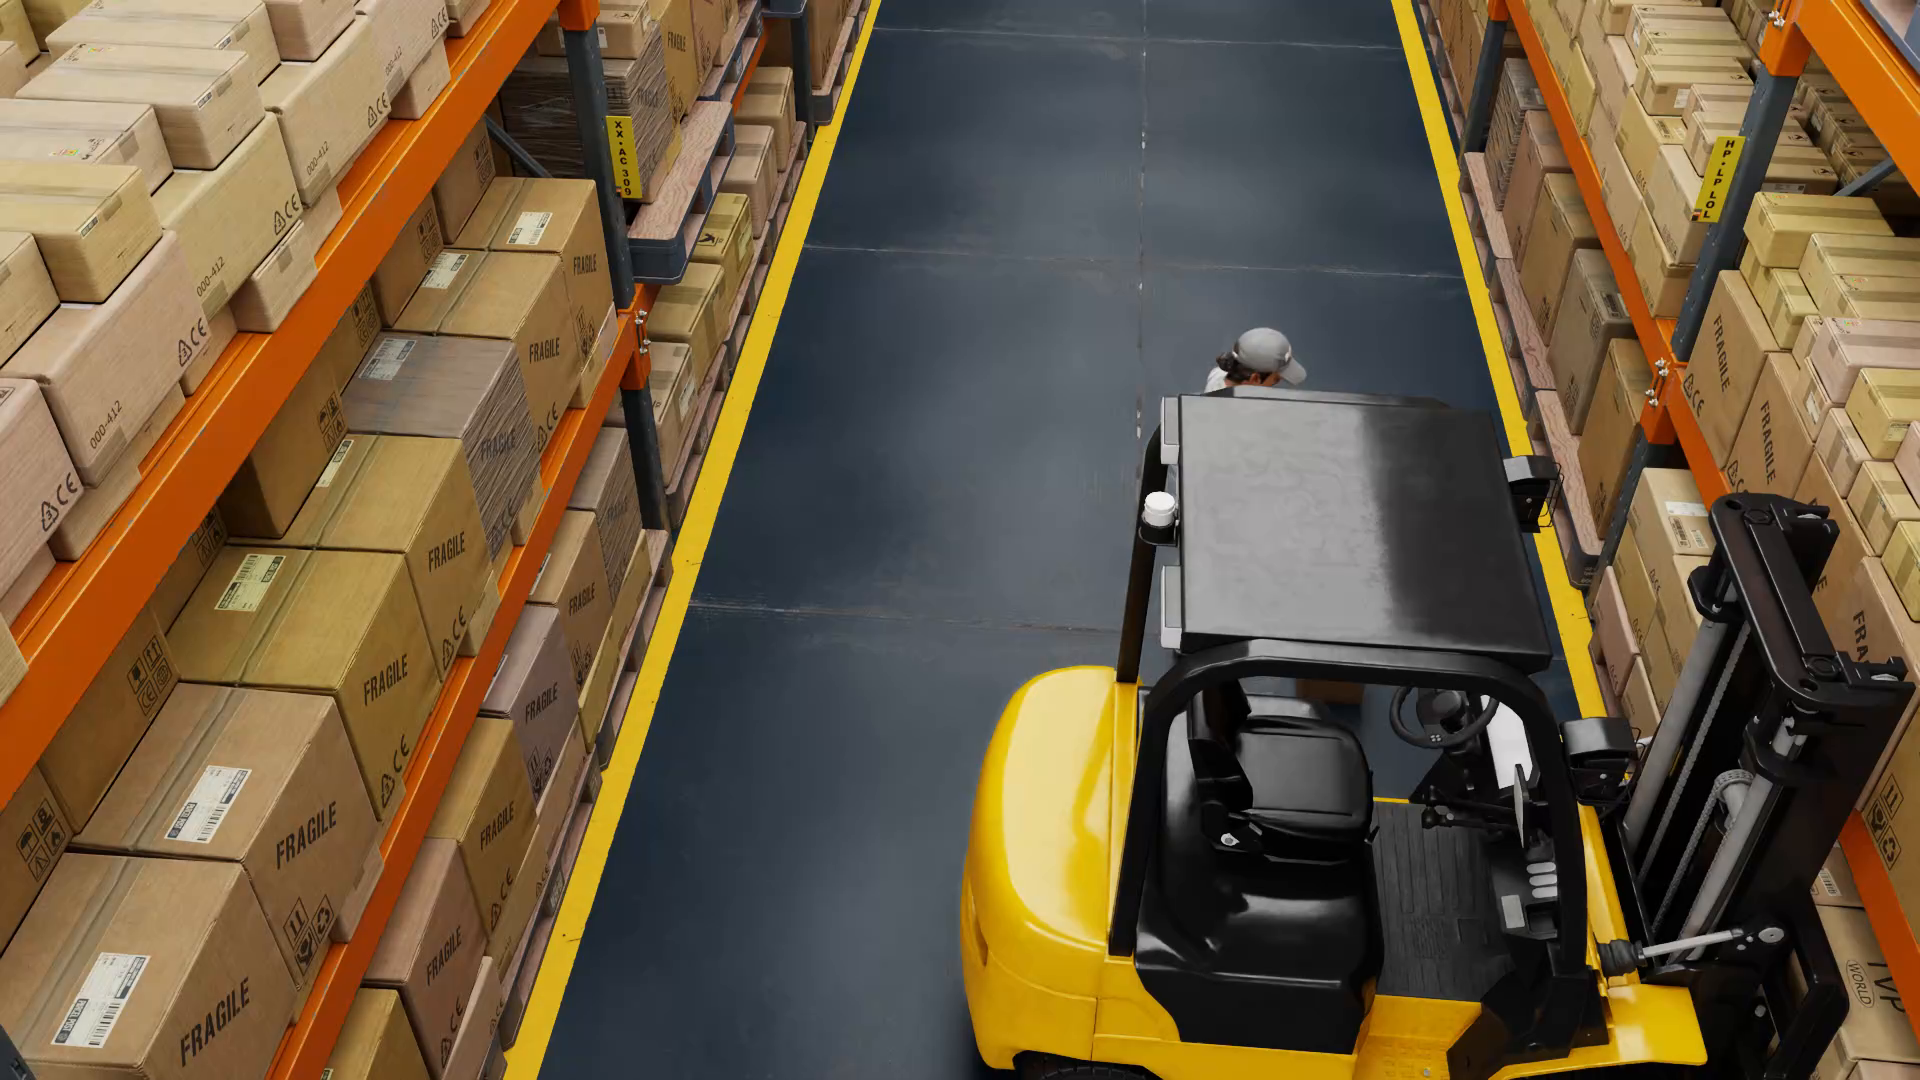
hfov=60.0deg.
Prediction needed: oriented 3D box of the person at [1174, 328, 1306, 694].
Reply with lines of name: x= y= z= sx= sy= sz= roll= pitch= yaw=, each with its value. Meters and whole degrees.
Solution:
person: x=1.019 y=-0.088 z=6.276 sx=0.394 sy=1.652 sz=0.475 roll=4 pitch=40 yaw=5
